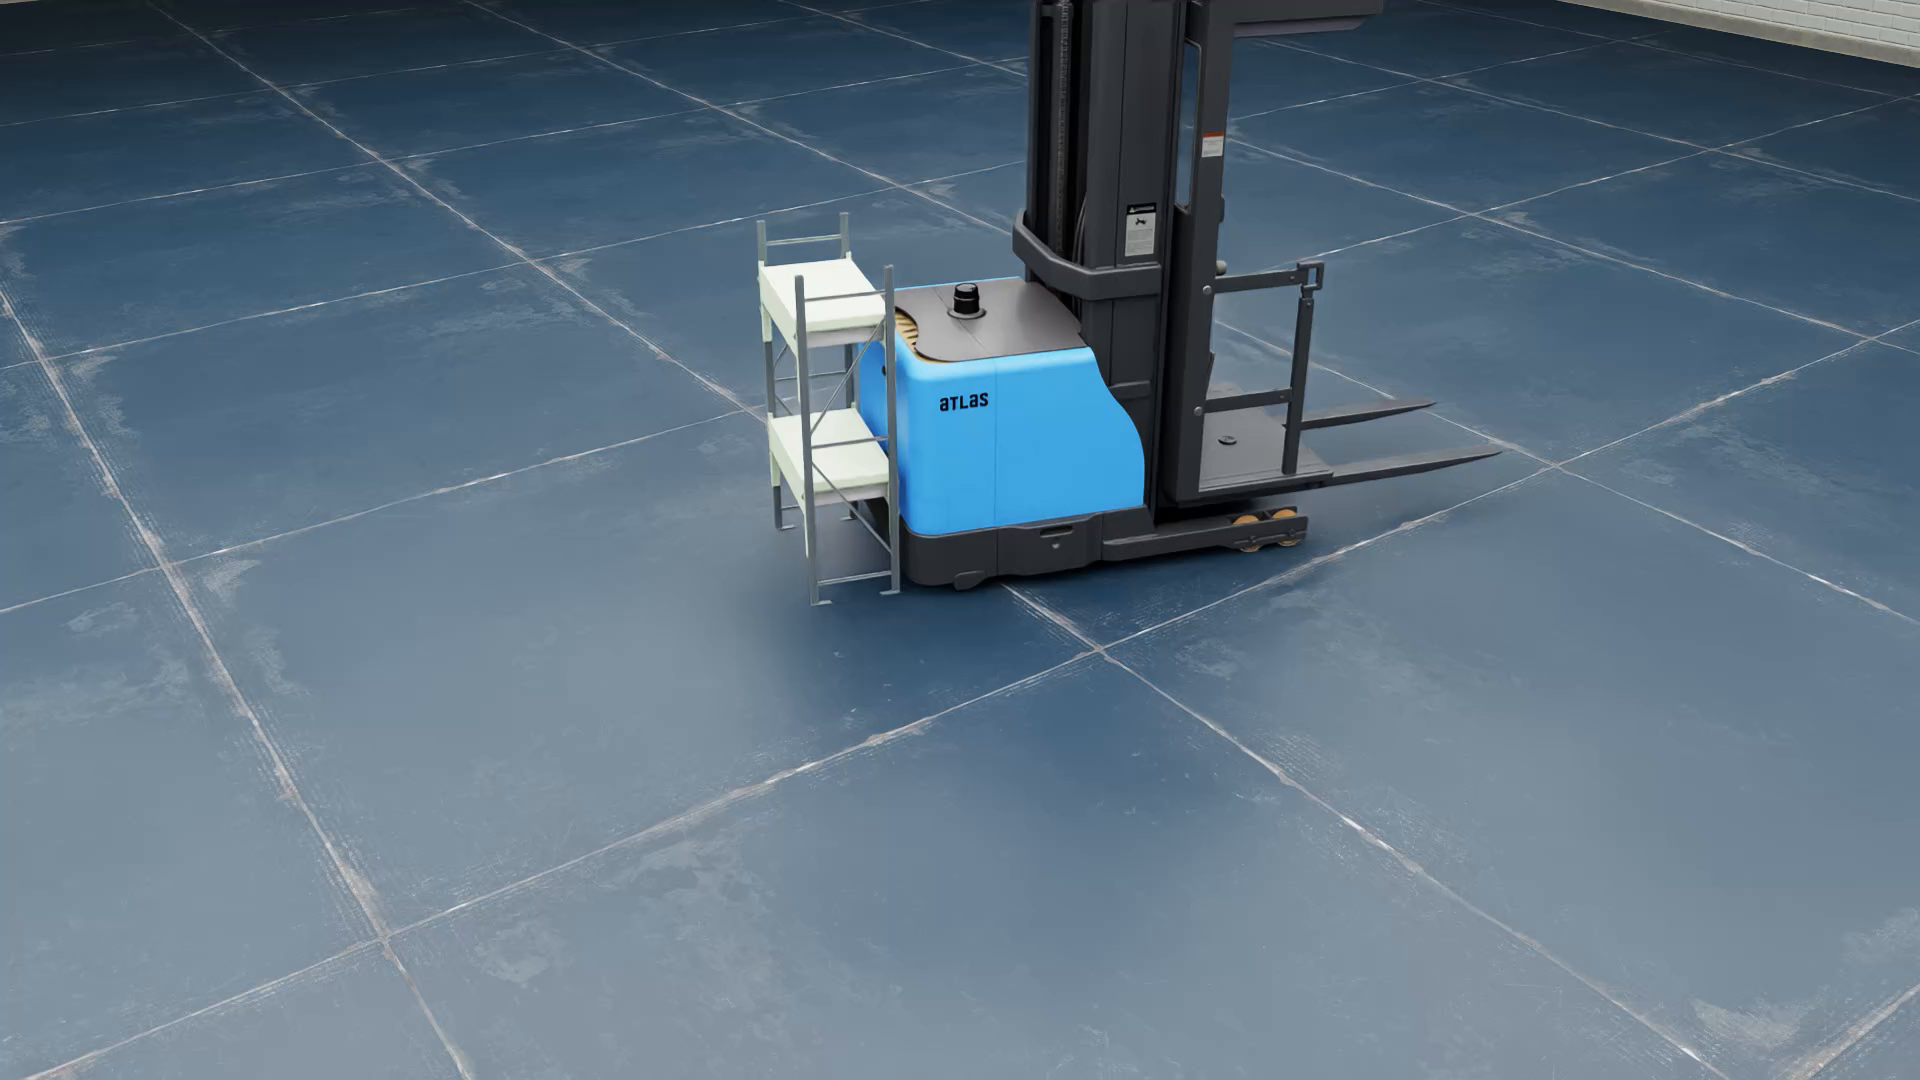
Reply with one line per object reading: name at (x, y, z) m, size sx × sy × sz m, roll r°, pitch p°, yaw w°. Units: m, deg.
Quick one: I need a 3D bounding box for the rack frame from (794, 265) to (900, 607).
rack frame at (-0.457, -0.402, 6.918) m, size 0.400 × 1.500 × 0.023 m, roll -9°, pitch 30°, yaw -15°

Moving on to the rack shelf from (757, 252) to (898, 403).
rack shelf at (-0.568, -0.911, 7.038) m, size 0.431 × 0.370 × 0.720 m, roll -9°, pitch 30°, yaw -15°

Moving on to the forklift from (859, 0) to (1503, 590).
forklift at (1.095, -1.464, 7.374) m, size 3.031 × 2.935 × 1.130 m, roll -8°, pitch 30°, yaw -15°

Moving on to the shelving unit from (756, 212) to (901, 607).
shelving unit at (-0.568, -0.568, 7.224) m, size 0.431 × 1.500 × 0.755 m, roll -9°, pitch 30°, yaw -15°

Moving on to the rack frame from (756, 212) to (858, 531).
rack frame at (-0.679, -0.734, 7.531) m, size 0.400 × 1.500 × 0.023 m, roll -9°, pitch 30°, yaw -15°

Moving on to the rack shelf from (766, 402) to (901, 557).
rack shelf at (-0.568, -0.282, 7.380) m, size 0.431 × 0.370 × 0.720 m, roll -9°, pitch 30°, yaw -15°
